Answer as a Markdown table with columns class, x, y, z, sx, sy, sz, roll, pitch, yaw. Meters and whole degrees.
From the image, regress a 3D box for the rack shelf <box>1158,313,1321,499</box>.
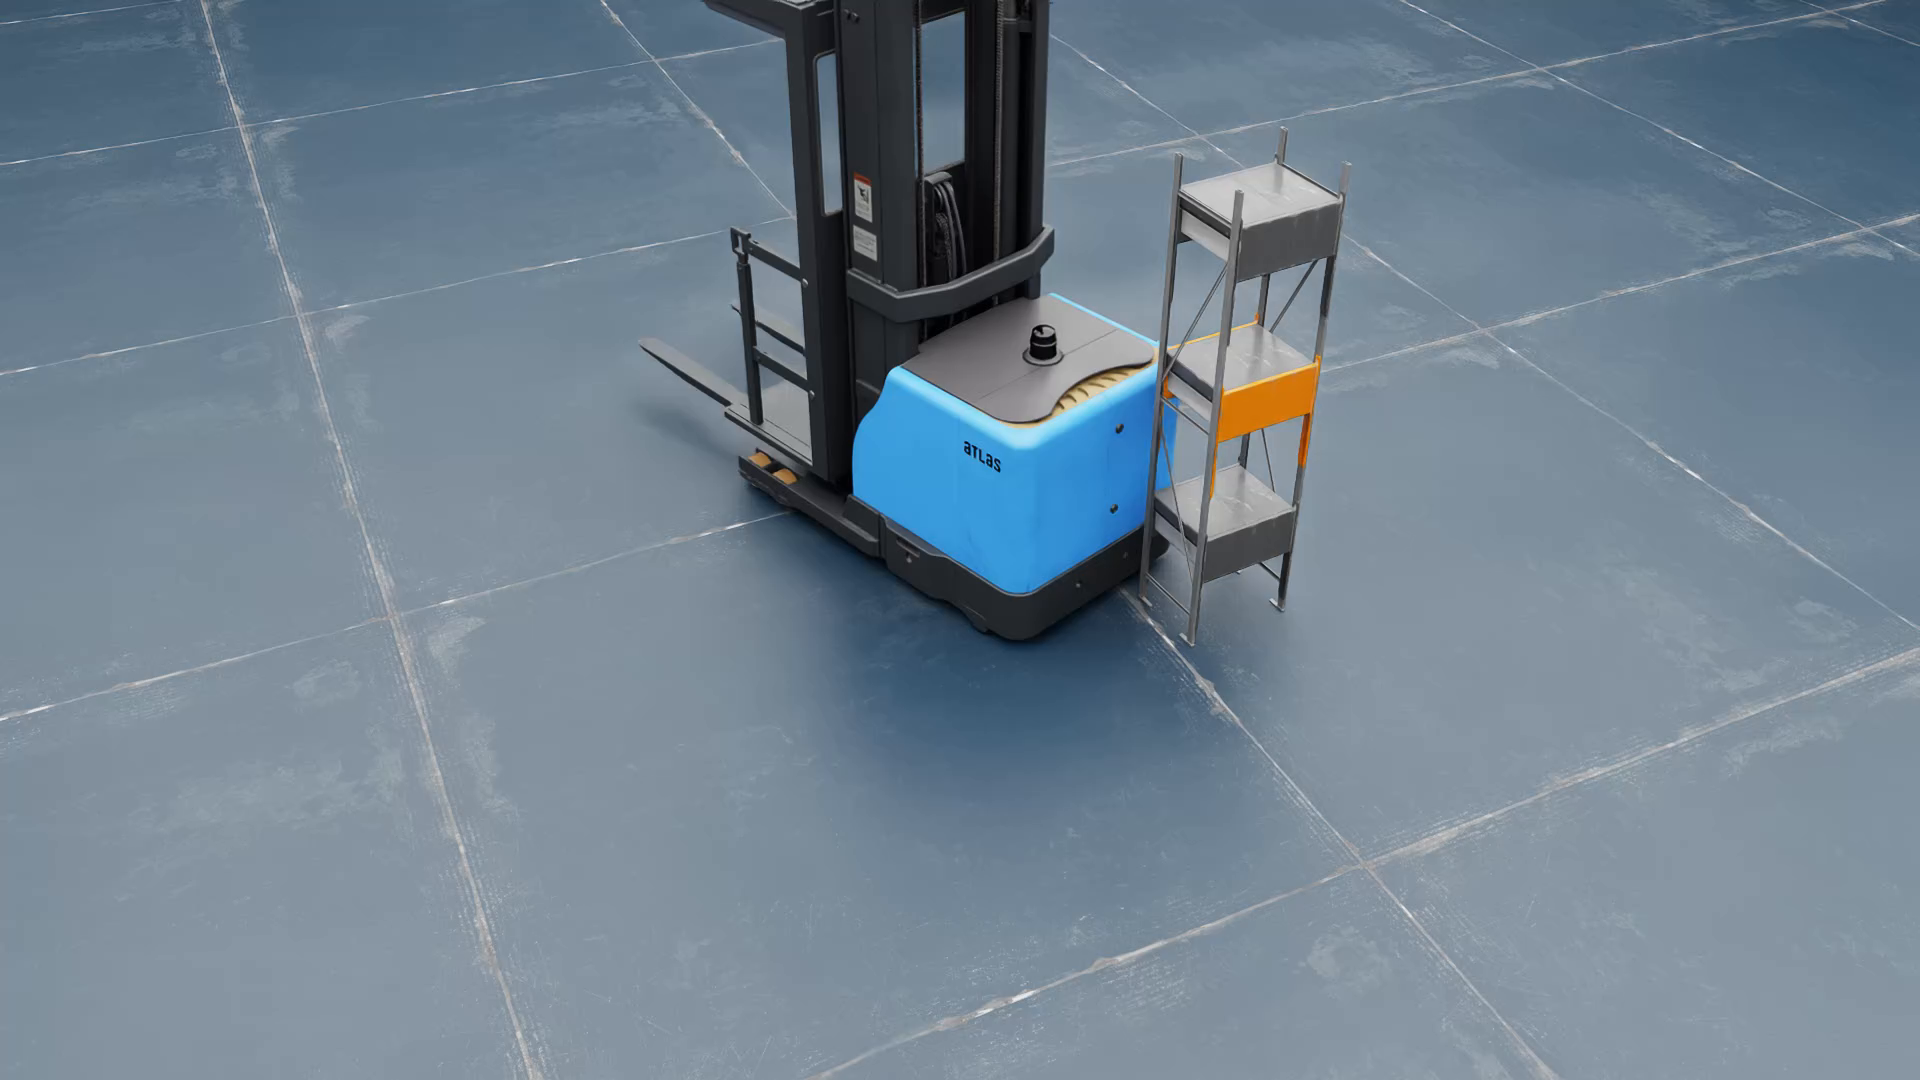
| class | x | y | z | sx | sy | sz | roll | pitch | yaw |
| --- | --- | --- | --- | --- | --- | --- | --- | --- | --- |
| rack shelf | 1.113 | -0.549 | 6.750 | 0.480 | 0.518 | 0.431 | -19 | 40 | -23 |

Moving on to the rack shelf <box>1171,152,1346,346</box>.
| class | x | y | z | sx | sy | sz | roll | pitch | yaw |
| --- | --- | --- | --- | --- | --- | --- | --- | --- | --- |
| rack shelf | 1.114 | -1.112 | 6.333 | 0.480 | 0.518 | 0.431 | -19 | 40 | -23 |

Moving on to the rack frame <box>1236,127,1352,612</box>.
| class | x | y | z | sx | sy | sz | roll | pitch | yaw |
| --- | --- | --- | --- | --- | --- | --- | --- | --- | --- |
| rack frame | 1.325 | -0.631 | 6.838 | 0.015 | 2.100 | 0.400 | -19 | 40 | -23 |

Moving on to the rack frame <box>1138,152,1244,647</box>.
| class | x | y | z | sx | sy | sz | roll | pitch | yaw |
| --- | --- | --- | --- | --- | --- | --- | --- | --- | --- |
| rack frame | 0.900 | -0.489 | 6.645 | 0.015 | 2.100 | 0.400 | -19 | 40 | -23 |

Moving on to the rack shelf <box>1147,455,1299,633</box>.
| class | x | y | z | sx | sy | sz | roll | pitch | yaw |
| --- | --- | --- | --- | --- | --- | --- | --- | --- | --- |
| rack shelf | 1.112 | 0.014 | 7.166 | 0.480 | 0.518 | 0.431 | -19 | 40 | -23 |

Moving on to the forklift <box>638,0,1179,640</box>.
| class | x | y | z | sx | sy | sz | roll | pitch | yaw |
| --- | --- | --- | --- | --- | --- | --- | --- | --- | --- |
| forklift | -0.423 | -1.537 | 7.362 | 1.130 | 2.935 | 3.031 | -30 | 46 | -34 |

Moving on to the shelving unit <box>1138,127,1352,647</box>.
| class | x | y | z | sx | sy | sz | roll | pitch | yaw |
| --- | --- | --- | --- | --- | --- | --- | --- | --- | --- |
| shelving unit | 1.113 | -0.560 | 6.742 | 0.503 | 2.100 | 0.431 | -19 | 40 | -23 |
